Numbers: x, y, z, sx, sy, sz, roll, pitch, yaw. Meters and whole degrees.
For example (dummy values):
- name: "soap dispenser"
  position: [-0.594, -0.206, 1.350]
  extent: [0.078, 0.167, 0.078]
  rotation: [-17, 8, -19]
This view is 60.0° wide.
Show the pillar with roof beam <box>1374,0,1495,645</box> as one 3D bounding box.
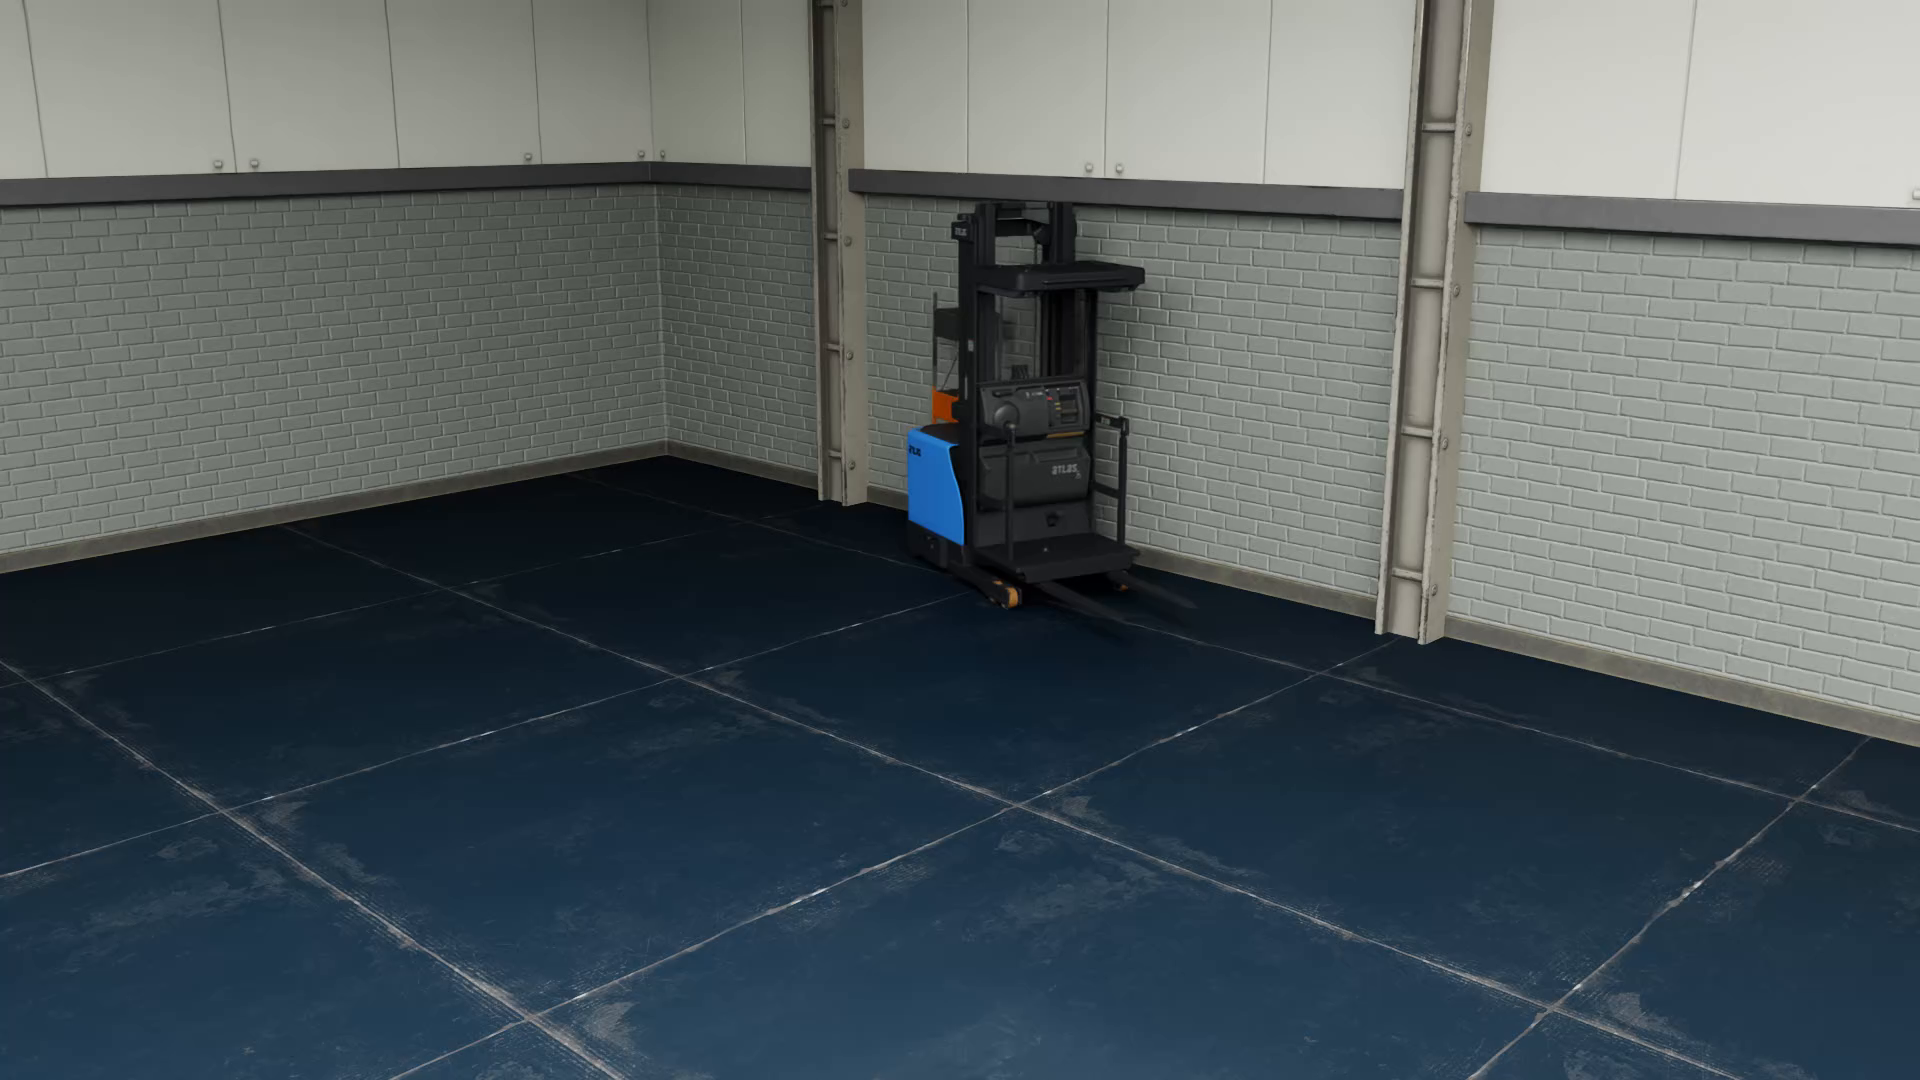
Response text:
- name: "pillar with roof beam"
  position: [0.221, -2.903, 7.726]
  extent: [0.400, 9.000, 9.100]
  rotation: [14, 20, 42]

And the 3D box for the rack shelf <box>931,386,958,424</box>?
- name: "rack shelf"
  position: [0.051, -1.042, 14.306]
  extent: [0.431, 0.518, 0.480]
  rotation: [-6, 16, -27]

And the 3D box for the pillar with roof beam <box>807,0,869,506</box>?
- name: "pillar with roof beam"
  position: [-4.098, -3.953, 11.756]
  extent: [0.400, 9.000, 9.100]
  rotation: [14, 20, 42]

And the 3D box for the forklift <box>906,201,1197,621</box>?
- name: "forklift"
  position: [0.680, -1.030, 12.574]
  extent: [1.130, 2.935, 3.031]
  rotation: [-8, 16, -27]

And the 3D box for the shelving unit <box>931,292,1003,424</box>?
- name: "shelving unit"
  position: [0.051, -1.055, 14.303]
  extent: [0.431, 2.100, 0.503]
  rotation: [-6, 16, -27]

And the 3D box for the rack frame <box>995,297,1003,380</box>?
- name: "rack frame"
  position: [0.164, -1.001, 14.094]
  extent: [0.400, 2.100, 0.015]
  rotation: [-6, 16, -27]

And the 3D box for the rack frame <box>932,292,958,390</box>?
- name: "rack frame"
  position: [-0.062, -1.110, 14.512]
  extent: [0.400, 2.100, 0.015]
  rotation: [-6, 16, -27]

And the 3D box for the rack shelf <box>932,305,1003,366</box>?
- name: "rack shelf"
  position: [0.062, -1.721, 14.135]
  extent: [0.431, 0.518, 0.480]
  rotation: [-6, 16, -27]
